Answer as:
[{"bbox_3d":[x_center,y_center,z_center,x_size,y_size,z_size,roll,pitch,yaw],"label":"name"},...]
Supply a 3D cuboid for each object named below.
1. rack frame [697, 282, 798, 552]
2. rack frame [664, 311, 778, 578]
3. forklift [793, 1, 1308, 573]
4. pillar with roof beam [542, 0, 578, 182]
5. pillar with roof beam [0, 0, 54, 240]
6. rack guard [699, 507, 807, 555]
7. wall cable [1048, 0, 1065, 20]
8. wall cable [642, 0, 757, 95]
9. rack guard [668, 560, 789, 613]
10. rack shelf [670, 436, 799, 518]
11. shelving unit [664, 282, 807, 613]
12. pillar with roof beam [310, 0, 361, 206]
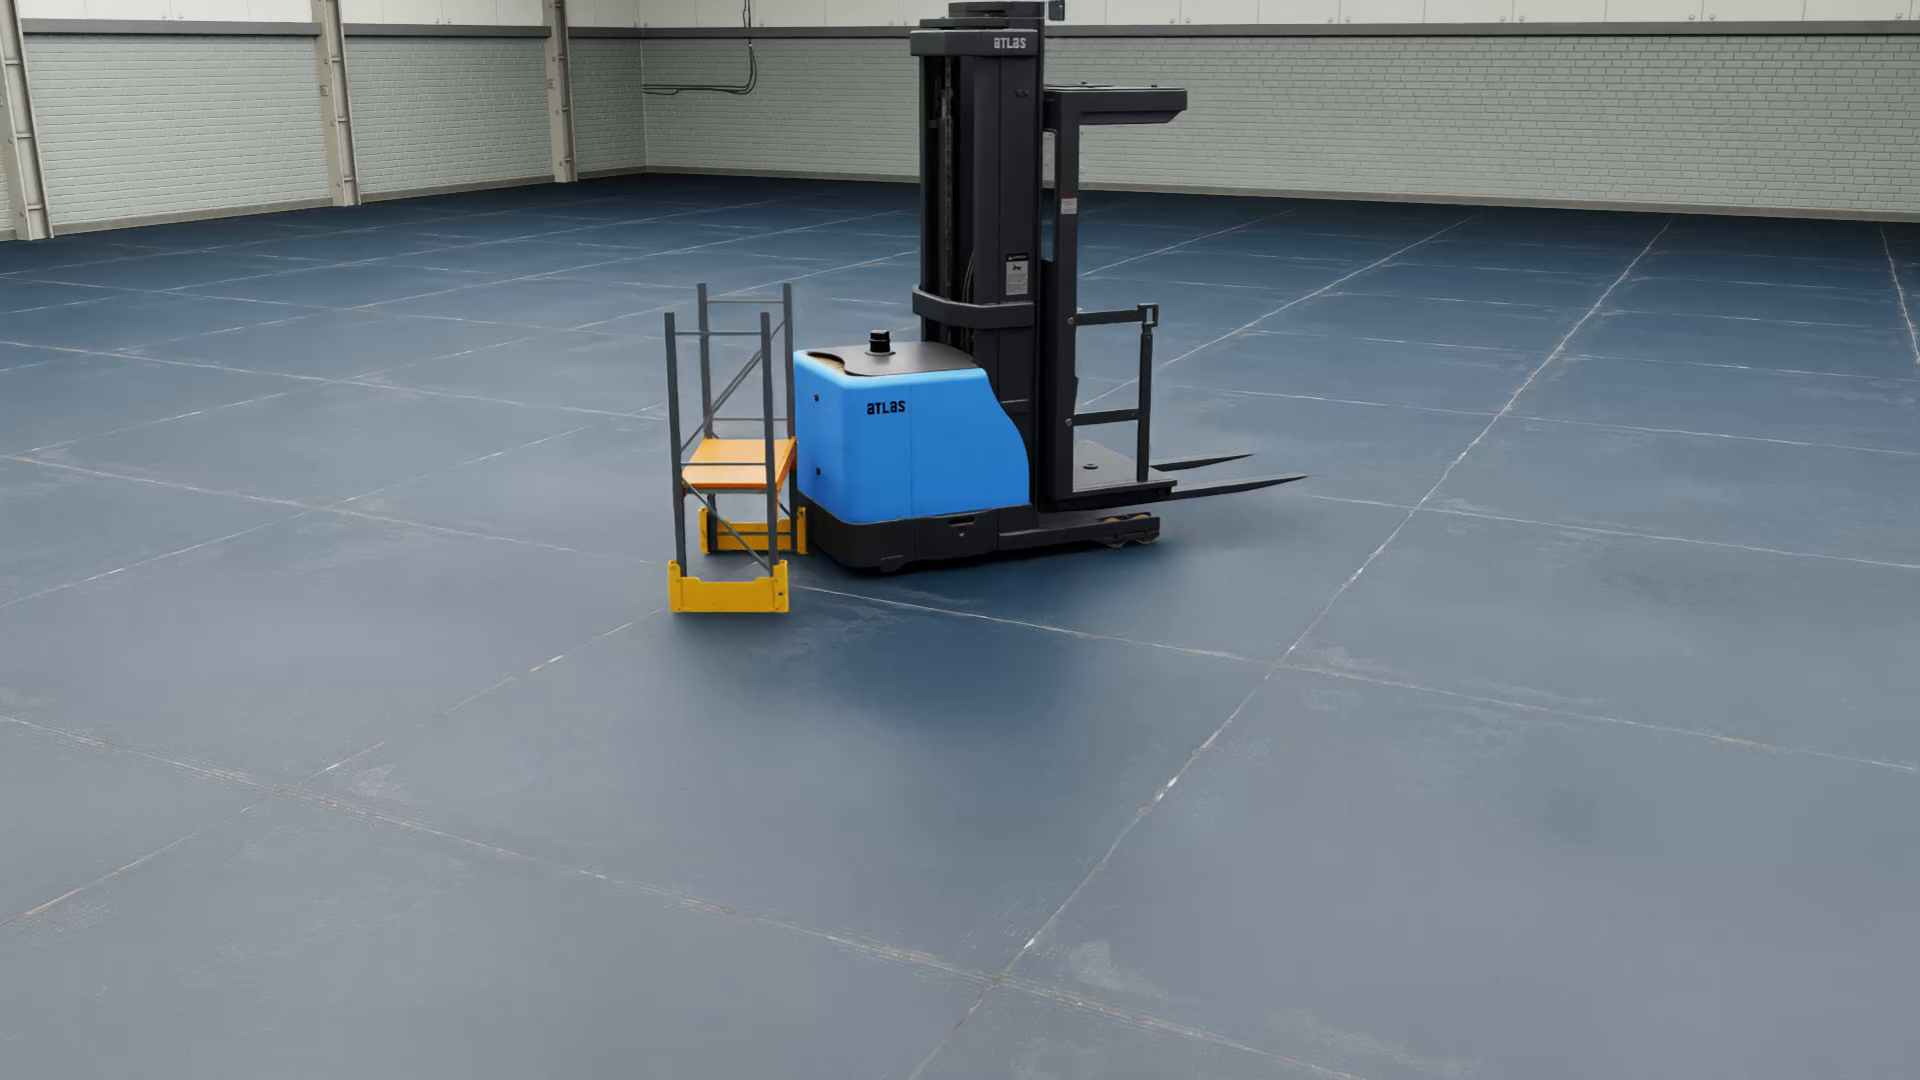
[{"bbox_3d":[-1.152,-0.656,9.098,0.500,1.500,0.032,0,17,0],"label":"rack frame"},{"bbox_3d":[-1.155,-0.366,8.124,0.500,1.500,0.032,0,17,0],"label":"rack frame"},{"bbox_3d":[0.584,-1.490,9.393,3.031,2.935,1.130,-7,18,-23],"label":"forklift"},{"bbox_3d":[-4.384,-11.255,31.615,9.100,9.000,0.400,8,18,25],"label":"pillar with roof beam"},{"bbox_3d":[-9.746,-8.199,21.324,9.100,9.000,0.400,8,18,25],"label":"pillar with roof beam"},{"bbox_3d":[-1.152,-0.051,9.258,0.587,0.250,0.087,0,17,0],"label":"rack guard"},{"bbox_3d":[2.750,-12.804,30.854,2.305,6.003,0.169,8,18,25],"label":"wall cable"},{"bbox_3d":[-5.736,-10.897,35.861,3.097,2.526,0.112,8,18,25],"label":"wall cable"},{"bbox_3d":[-1.155,0.232,8.303,0.587,0.250,0.087,0,17,0],"label":"rack guard"},{"bbox_3d":[-1.153,-0.339,8.662,0.538,0.185,1.000,0,17,0],"label":"rack shelf"},{"bbox_3d":[-1.153,-0.508,8.602,0.587,1.500,1.083,0,17,0],"label":"shelving unit"},{"bbox_3d":[-7.065,-9.727,26.469,9.100,9.000,0.400,8,18,25],"label":"pillar with roof beam"}]
